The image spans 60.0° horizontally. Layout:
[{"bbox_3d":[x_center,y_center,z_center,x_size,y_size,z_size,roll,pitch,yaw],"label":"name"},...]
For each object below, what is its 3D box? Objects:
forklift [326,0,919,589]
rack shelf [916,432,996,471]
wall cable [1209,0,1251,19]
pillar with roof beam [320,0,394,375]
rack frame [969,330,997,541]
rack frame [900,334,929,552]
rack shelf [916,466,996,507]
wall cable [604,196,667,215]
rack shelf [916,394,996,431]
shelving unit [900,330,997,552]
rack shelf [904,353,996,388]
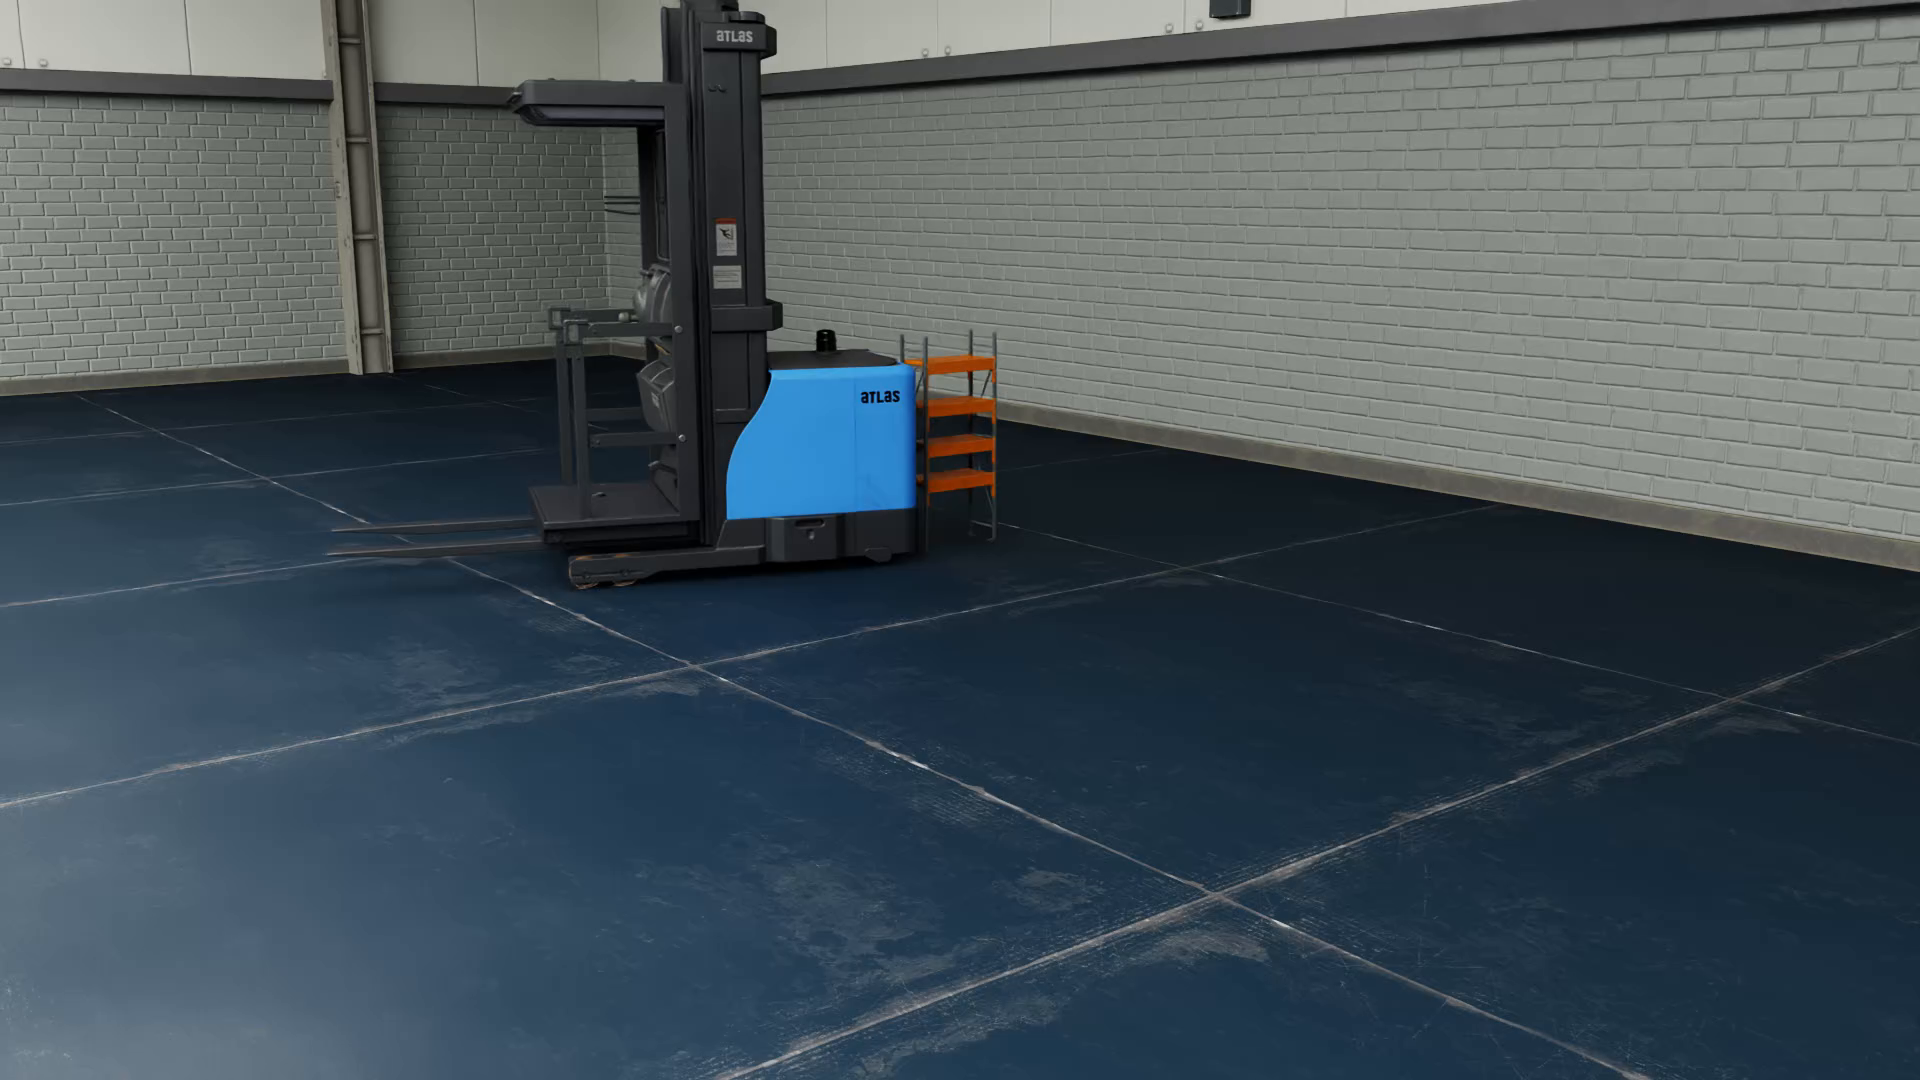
[{"bbox_3d":[-1.796,-1.307,8.727,3.031,2.935,1.130,-4,13,-18],"label":"forklift"},{"bbox_3d":[-0.063,-0.503,9.434,0.480,0.148,0.258,-9,15,-37],"label":"rack shelf"},{"bbox_3d":[2.554,-6.540,10.576,0.169,6.003,2.305,-9,15,-38],"label":"wall cable"},{"bbox_3d":[-3.801,-5.552,14.112,0.400,9.000,9.100,-9,15,-38],"label":"pillar with roof beam"},{"bbox_3d":[0.130,-0.600,9.566,0.015,1.200,0.240,-9,15,-37],"label":"rack frame"},{"bbox_3d":[-0.256,-0.538,9.274,0.015,1.200,0.240,-9,15,-37],"label":"rack frame"},{"bbox_3d":[-0.063,-0.309,9.475,0.480,0.148,0.258,-9,15,-37],"label":"rack shelf"},{"bbox_3d":[-3.364,-4.899,18.513,0.112,2.526,3.097,-9,15,-38],"label":"wall cable"},{"bbox_3d":[-0.063,-0.722,9.388,0.480,0.148,0.258,-9,15,-37],"label":"rack shelf"},{"bbox_3d":[-0.063,-0.569,9.420,0.503,1.200,0.258,-9,15,-37],"label":"shelving unit"},{"bbox_3d":[-0.063,-0.953,9.338,0.480,0.148,0.258,-9,15,-37],"label":"rack shelf"}]
